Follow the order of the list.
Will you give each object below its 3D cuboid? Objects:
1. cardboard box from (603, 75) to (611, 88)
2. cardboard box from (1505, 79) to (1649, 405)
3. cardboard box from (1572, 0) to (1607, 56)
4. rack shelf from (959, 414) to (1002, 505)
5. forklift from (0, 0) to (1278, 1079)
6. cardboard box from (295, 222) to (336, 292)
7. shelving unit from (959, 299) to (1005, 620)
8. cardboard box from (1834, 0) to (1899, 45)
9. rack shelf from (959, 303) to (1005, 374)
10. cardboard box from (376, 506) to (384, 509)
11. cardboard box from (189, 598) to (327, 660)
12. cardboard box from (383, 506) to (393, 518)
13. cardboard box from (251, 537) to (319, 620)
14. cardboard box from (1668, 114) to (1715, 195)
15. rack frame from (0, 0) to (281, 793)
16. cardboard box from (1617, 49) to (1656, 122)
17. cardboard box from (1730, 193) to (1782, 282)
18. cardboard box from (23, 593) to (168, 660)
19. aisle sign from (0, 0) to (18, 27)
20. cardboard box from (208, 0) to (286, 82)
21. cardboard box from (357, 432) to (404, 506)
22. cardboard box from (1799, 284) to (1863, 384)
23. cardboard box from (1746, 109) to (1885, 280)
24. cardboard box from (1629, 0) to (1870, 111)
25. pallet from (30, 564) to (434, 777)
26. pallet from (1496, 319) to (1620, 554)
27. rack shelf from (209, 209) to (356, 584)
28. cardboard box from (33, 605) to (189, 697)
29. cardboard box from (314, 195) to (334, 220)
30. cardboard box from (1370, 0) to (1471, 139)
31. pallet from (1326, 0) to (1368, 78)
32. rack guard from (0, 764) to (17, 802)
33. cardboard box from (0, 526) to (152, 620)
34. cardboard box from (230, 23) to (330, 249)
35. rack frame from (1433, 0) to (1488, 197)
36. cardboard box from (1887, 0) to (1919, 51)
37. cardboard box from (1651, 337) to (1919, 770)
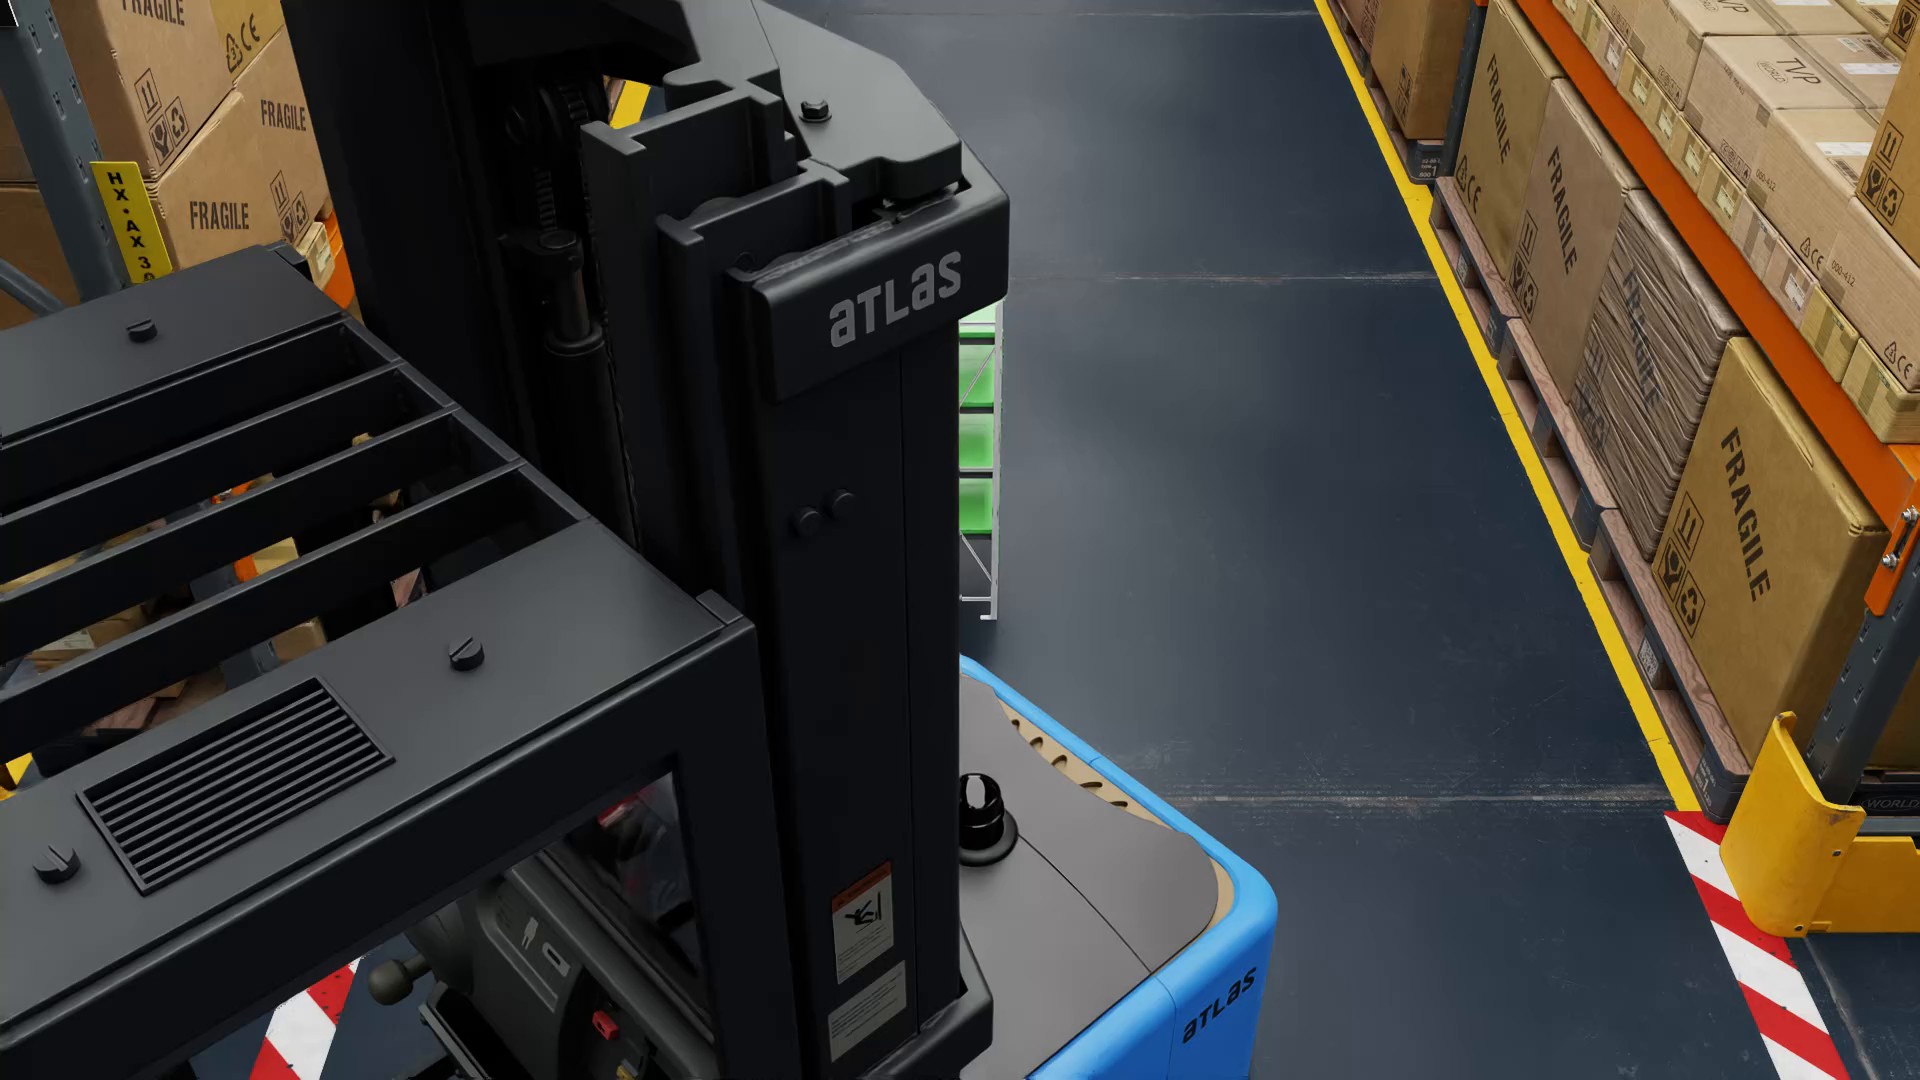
[{"bbox_3d":[-1.991,-2.447,8.068,0.500,0.500,0.500,1,39,2],"label":"cardboard box"},{"bbox_3d":[2.626,-1.096,6.082,0.875,0.875,0.875,0,39,0],"label":"cardboard box"},{"bbox_3d":[2.376,-1.800,5.798,0.380,0.149,0.250,-1,39,-1],"label":"cardboard box"},{"bbox_3d":[0.000,-0.315,5.286,0.258,0.148,0.480,0,39,0],"label":"rack shelf"},{"bbox_3d":[-0.796,0.765,2.452,3.031,2.935,1.130,-30,47,-32],"label":"forklift"},{"bbox_3d":[-1.912,-0.727,4.460,0.380,0.149,0.250,-1,39,-1],"label":"cardboard box"},{"bbox_3d":[0.000,-0.365,5.246,0.258,1.200,0.503,0,39,0],"label":"shelving unit"},{"bbox_3d":[2.968,-1.559,5.179,0.500,0.250,0.500,-1,39,-1],"label":"cardboard box"},{"bbox_3d":[0.000,-0.689,4.985,0.258,0.148,0.480,0,39,0],"label":"rack shelf"},{"bbox_3d":[-2.028,-0.114,5.200,0.380,0.149,0.250,0,39,1],"label":"cardboard box"},{"bbox_3d":[-1.995,0.210,4.796,0.380,0.149,0.250,1,39,2],"label":"cardboard box"},{"bbox_3d":[-2.021,0.007,5.287,0.380,0.149,0.250,0,39,0],"label":"cardboard box"},{"bbox_3d":[-1.912,0.094,4.703,0.380,0.149,0.250,-2,39,-2],"label":"cardboard box"},{"bbox_3d":[2.376,-1.161,5.000,0.380,0.149,0.250,0,39,0],"label":"cardboard box"},{"bbox_3d":[-2.251,-0.295,3.719,1.000,3.000,0.127,0,39,0],"label":"rack frame"},{"bbox_3d":[2.375,-1.479,5.397,0.380,0.149,0.250,-1,39,-1],"label":"cardboard box"},{"bbox_3d":[2.379,-0.836,4.596,0.380,0.149,0.250,1,39,1],"label":"cardboard box"},{"bbox_3d":[-2.537,0.208,4.798,0.380,0.149,0.250,-1,39,-1],"label":"cardboard box"},{"bbox_3d":[-1.951,-1.264,2.850,0.394,0.787,0.004,0,39,0],"label":"aisle sign"},{"bbox_3d":[-1.993,-1.437,4.027,0.500,0.500,0.500,1,39,1],"label":"cardboard box"},{"bbox_3d":[-1.905,-0.236,5.114,0.380,0.149,0.250,0,39,0],"label":"cardboard box"},{"bbox_3d":[2.377,-0.522,4.204,0.380,0.149,0.250,0,39,0],"label":"cardboard box"},{"bbox_3d":[2.443,-0.913,4.373,0.500,0.250,0.500,-1,39,-1],"label":"cardboard box"},{"bbox_3d":[2.437,-1.557,5.176,0.500,0.250,0.500,0,39,0],"label":"cardboard box"},{"bbox_3d":[-2.217,0.238,5.285,1.003,0.211,1.213,0,39,0],"label":"pallet"},{"bbox_3d":[2.631,-0.408,6.090,1.003,0.211,1.213,0,39,0],"label":"pallet"},{"bbox_3d":[-2.253,-1.265,5.505,1.077,0.370,4.000,0,39,0],"label":"rack shelf"},{"bbox_3d":[-2.460,0.325,4.890,0.380,0.149,0.250,1,39,1],"label":"cardboard box"},{"bbox_3d":[-2.025,-1.059,4.873,0.380,0.149,0.250,0,39,0],"label":"cardboard box"},{"bbox_3d":[2.684,-2.472,7.799,1.225,0.875,0.875,0,39,0],"label":"cardboard box"},{"bbox_3d":[2.624,-2.896,9.195,1.003,0.211,1.213,0,39,0],"label":"pallet"},{"bbox_3d":[-2.251,0.633,4.560,1.175,0.500,0.348,0,39,0],"label":"rack guard"},{"bbox_3d":[-2.505,0.091,4.706,0.380,0.149,0.250,0,39,0],"label":"cardboard box"},{"bbox_3d":[-2.001,-1.066,4.363,0.500,0.500,0.500,0,39,0],"label":"cardboard box"},{"bbox_3d":[2.704,-2.737,6.766,1.000,3.000,0.127,0,39,0],"label":"rack frame"},{"bbox_3d":[2.971,-1.522,4.534,0.500,0.500,0.500,-1,39,-1],"label":"cardboard box"},{"bbox_3d":[2.628,0.030,4.677,0.875,0.875,0.875,0,39,0],"label":"cardboard box"}]
